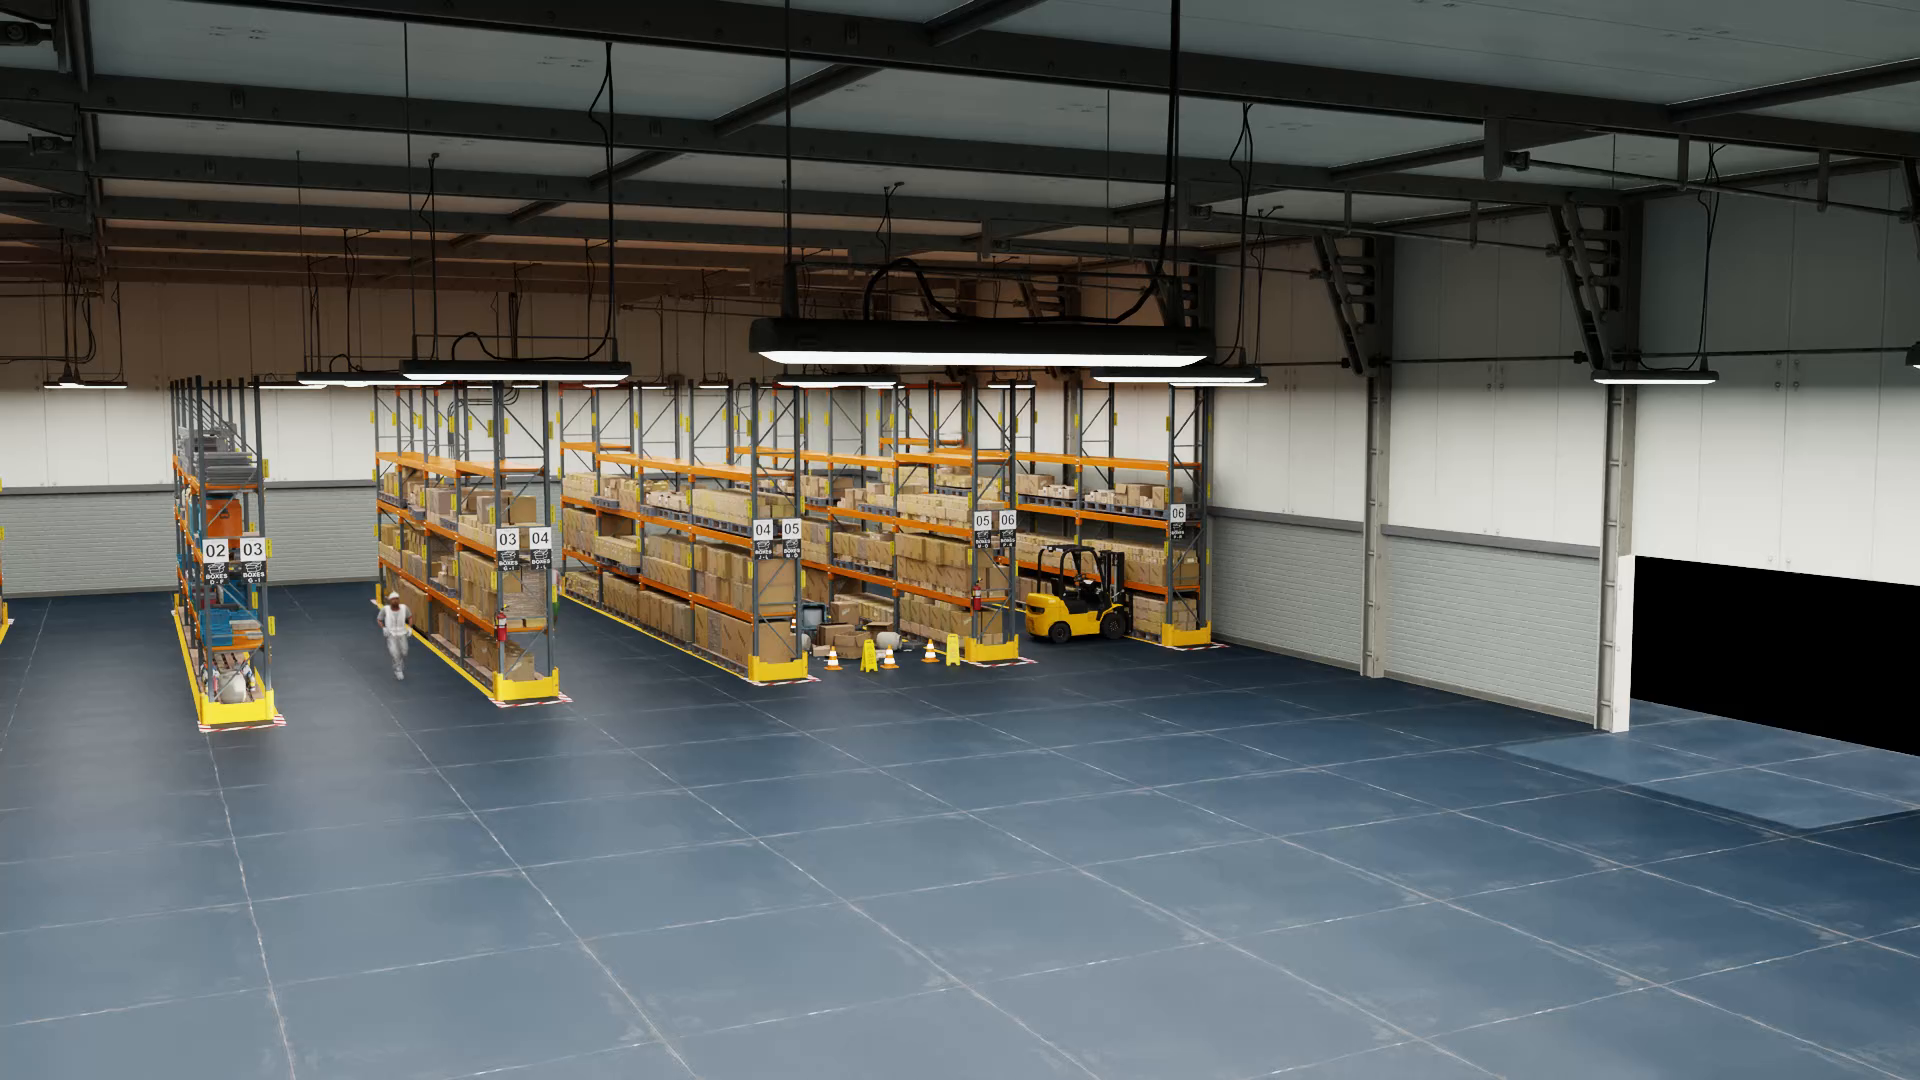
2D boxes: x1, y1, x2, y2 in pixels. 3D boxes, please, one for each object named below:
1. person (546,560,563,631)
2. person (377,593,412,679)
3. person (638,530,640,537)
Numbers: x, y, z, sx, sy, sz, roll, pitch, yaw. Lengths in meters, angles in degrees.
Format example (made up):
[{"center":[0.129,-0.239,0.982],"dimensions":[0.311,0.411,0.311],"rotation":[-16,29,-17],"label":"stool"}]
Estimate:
[{"center":[-9.877,1.309,40.053],"dimensions":[0.662,1.741,0.771],"rotation":[-3,6,-27],"label":"person"},{"center":[-11.291,1.906,33.263],"dimensions":[0.698,1.733,0.592],"rotation":[-3,6,-26],"label":"person"},{"center":[-9.630,0.500,49.623],"dimensions":[0.517,1.629,0.577],"rotation":[-2,5,-18],"label":"person"}]
